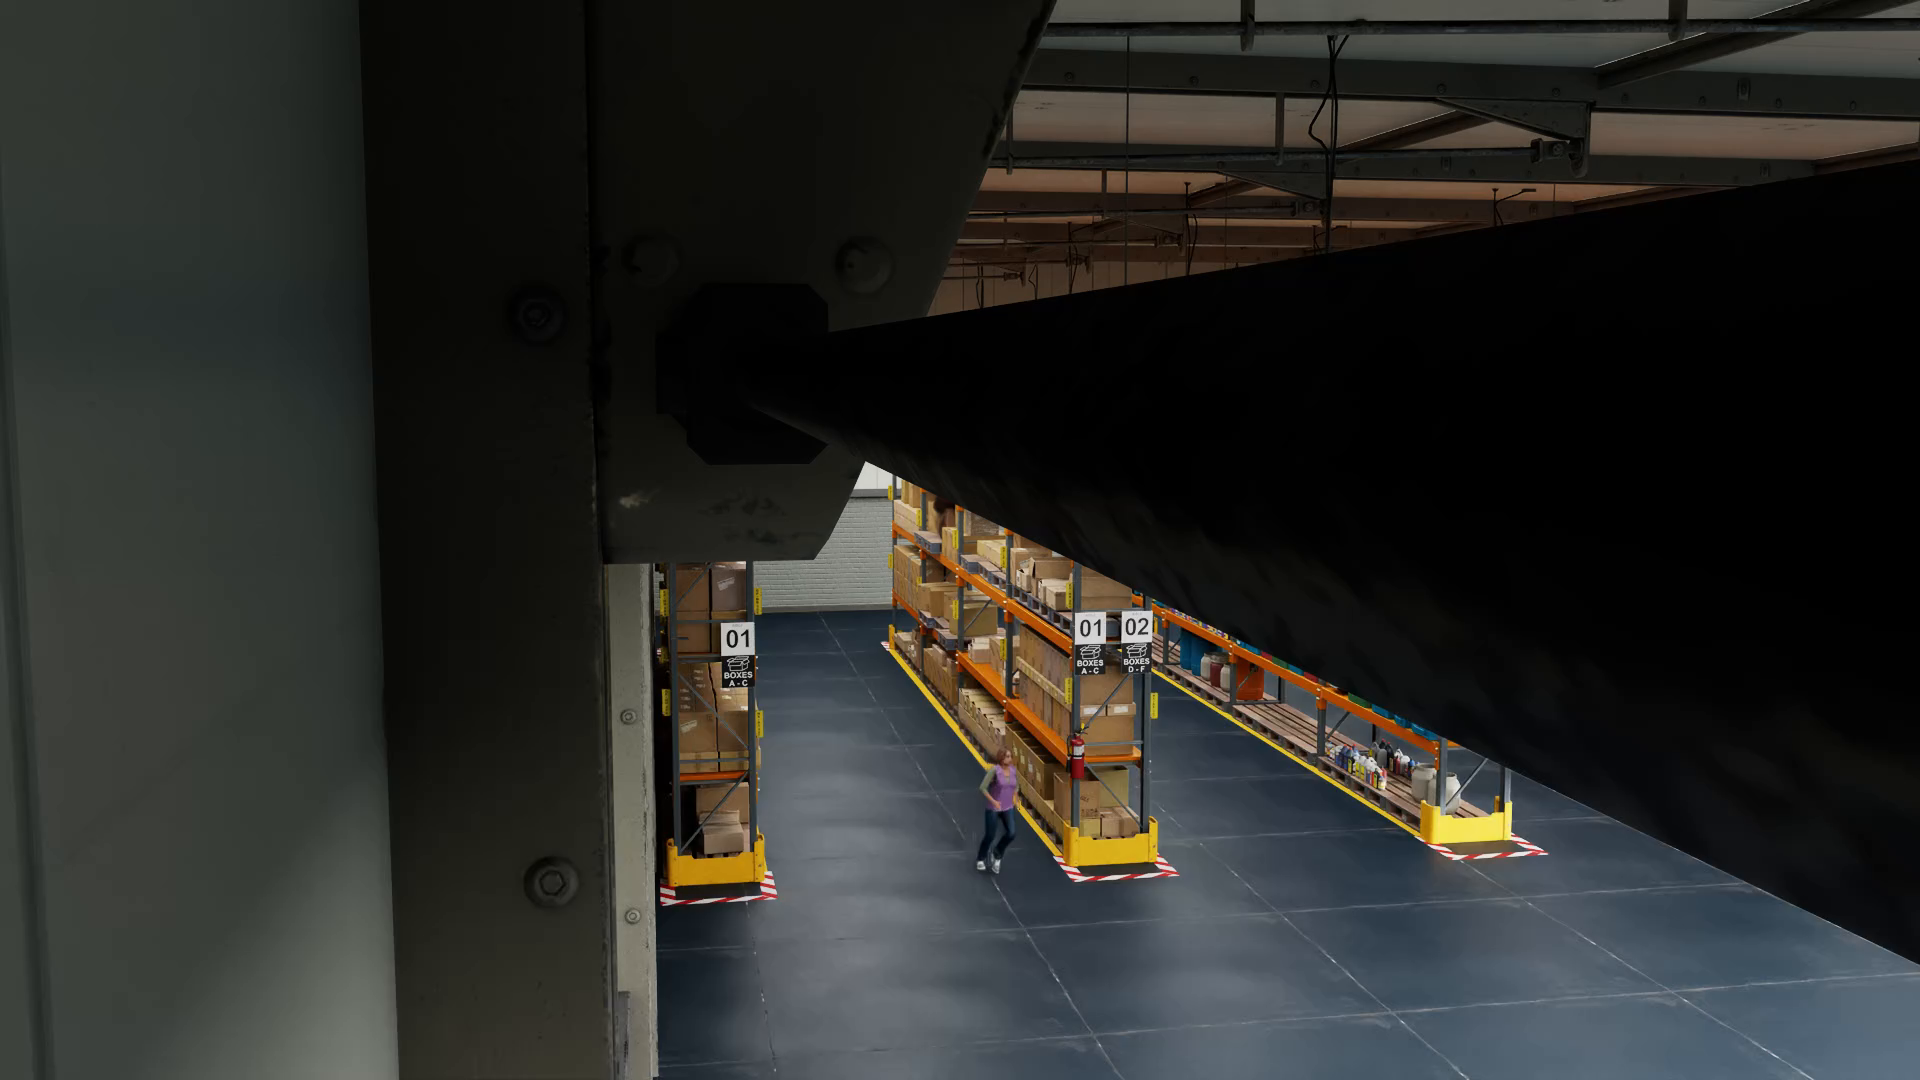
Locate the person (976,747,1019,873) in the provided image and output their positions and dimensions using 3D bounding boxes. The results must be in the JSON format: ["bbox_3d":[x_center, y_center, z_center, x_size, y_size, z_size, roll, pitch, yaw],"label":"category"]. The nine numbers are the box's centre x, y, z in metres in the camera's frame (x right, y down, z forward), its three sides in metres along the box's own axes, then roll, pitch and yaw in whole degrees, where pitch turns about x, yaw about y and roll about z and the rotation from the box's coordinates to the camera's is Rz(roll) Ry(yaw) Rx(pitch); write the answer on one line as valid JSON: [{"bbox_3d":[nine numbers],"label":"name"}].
[{"bbox_3d":[0.513,3.331,20.590,0.604,1.553,0.547,-3,7,-23],"label":"person"}]
